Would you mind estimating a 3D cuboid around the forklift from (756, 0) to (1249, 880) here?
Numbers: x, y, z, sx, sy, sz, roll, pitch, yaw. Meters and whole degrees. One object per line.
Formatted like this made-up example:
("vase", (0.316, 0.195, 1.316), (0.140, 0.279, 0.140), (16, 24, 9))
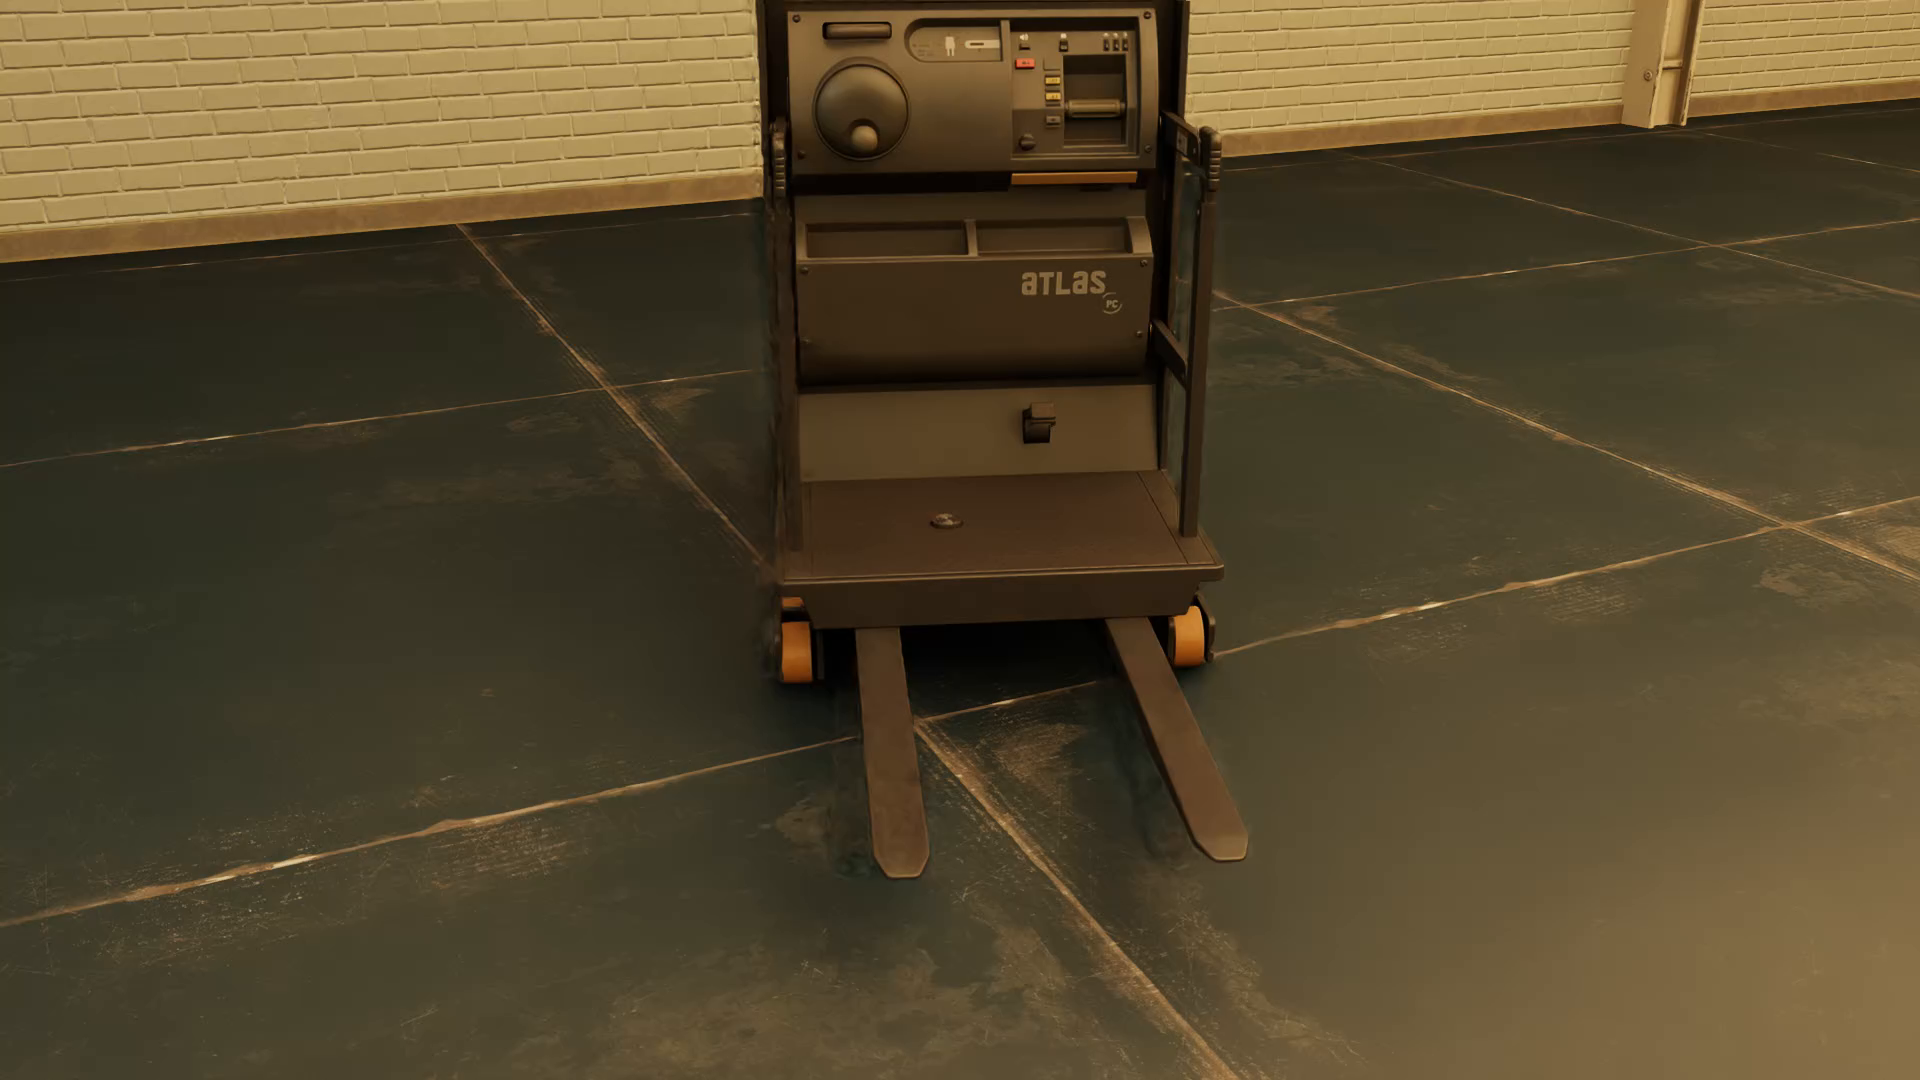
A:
("forklift", (0.058, -1.120, 3.983), (1.130, 2.935, 3.031), (-2, 23, -5))
